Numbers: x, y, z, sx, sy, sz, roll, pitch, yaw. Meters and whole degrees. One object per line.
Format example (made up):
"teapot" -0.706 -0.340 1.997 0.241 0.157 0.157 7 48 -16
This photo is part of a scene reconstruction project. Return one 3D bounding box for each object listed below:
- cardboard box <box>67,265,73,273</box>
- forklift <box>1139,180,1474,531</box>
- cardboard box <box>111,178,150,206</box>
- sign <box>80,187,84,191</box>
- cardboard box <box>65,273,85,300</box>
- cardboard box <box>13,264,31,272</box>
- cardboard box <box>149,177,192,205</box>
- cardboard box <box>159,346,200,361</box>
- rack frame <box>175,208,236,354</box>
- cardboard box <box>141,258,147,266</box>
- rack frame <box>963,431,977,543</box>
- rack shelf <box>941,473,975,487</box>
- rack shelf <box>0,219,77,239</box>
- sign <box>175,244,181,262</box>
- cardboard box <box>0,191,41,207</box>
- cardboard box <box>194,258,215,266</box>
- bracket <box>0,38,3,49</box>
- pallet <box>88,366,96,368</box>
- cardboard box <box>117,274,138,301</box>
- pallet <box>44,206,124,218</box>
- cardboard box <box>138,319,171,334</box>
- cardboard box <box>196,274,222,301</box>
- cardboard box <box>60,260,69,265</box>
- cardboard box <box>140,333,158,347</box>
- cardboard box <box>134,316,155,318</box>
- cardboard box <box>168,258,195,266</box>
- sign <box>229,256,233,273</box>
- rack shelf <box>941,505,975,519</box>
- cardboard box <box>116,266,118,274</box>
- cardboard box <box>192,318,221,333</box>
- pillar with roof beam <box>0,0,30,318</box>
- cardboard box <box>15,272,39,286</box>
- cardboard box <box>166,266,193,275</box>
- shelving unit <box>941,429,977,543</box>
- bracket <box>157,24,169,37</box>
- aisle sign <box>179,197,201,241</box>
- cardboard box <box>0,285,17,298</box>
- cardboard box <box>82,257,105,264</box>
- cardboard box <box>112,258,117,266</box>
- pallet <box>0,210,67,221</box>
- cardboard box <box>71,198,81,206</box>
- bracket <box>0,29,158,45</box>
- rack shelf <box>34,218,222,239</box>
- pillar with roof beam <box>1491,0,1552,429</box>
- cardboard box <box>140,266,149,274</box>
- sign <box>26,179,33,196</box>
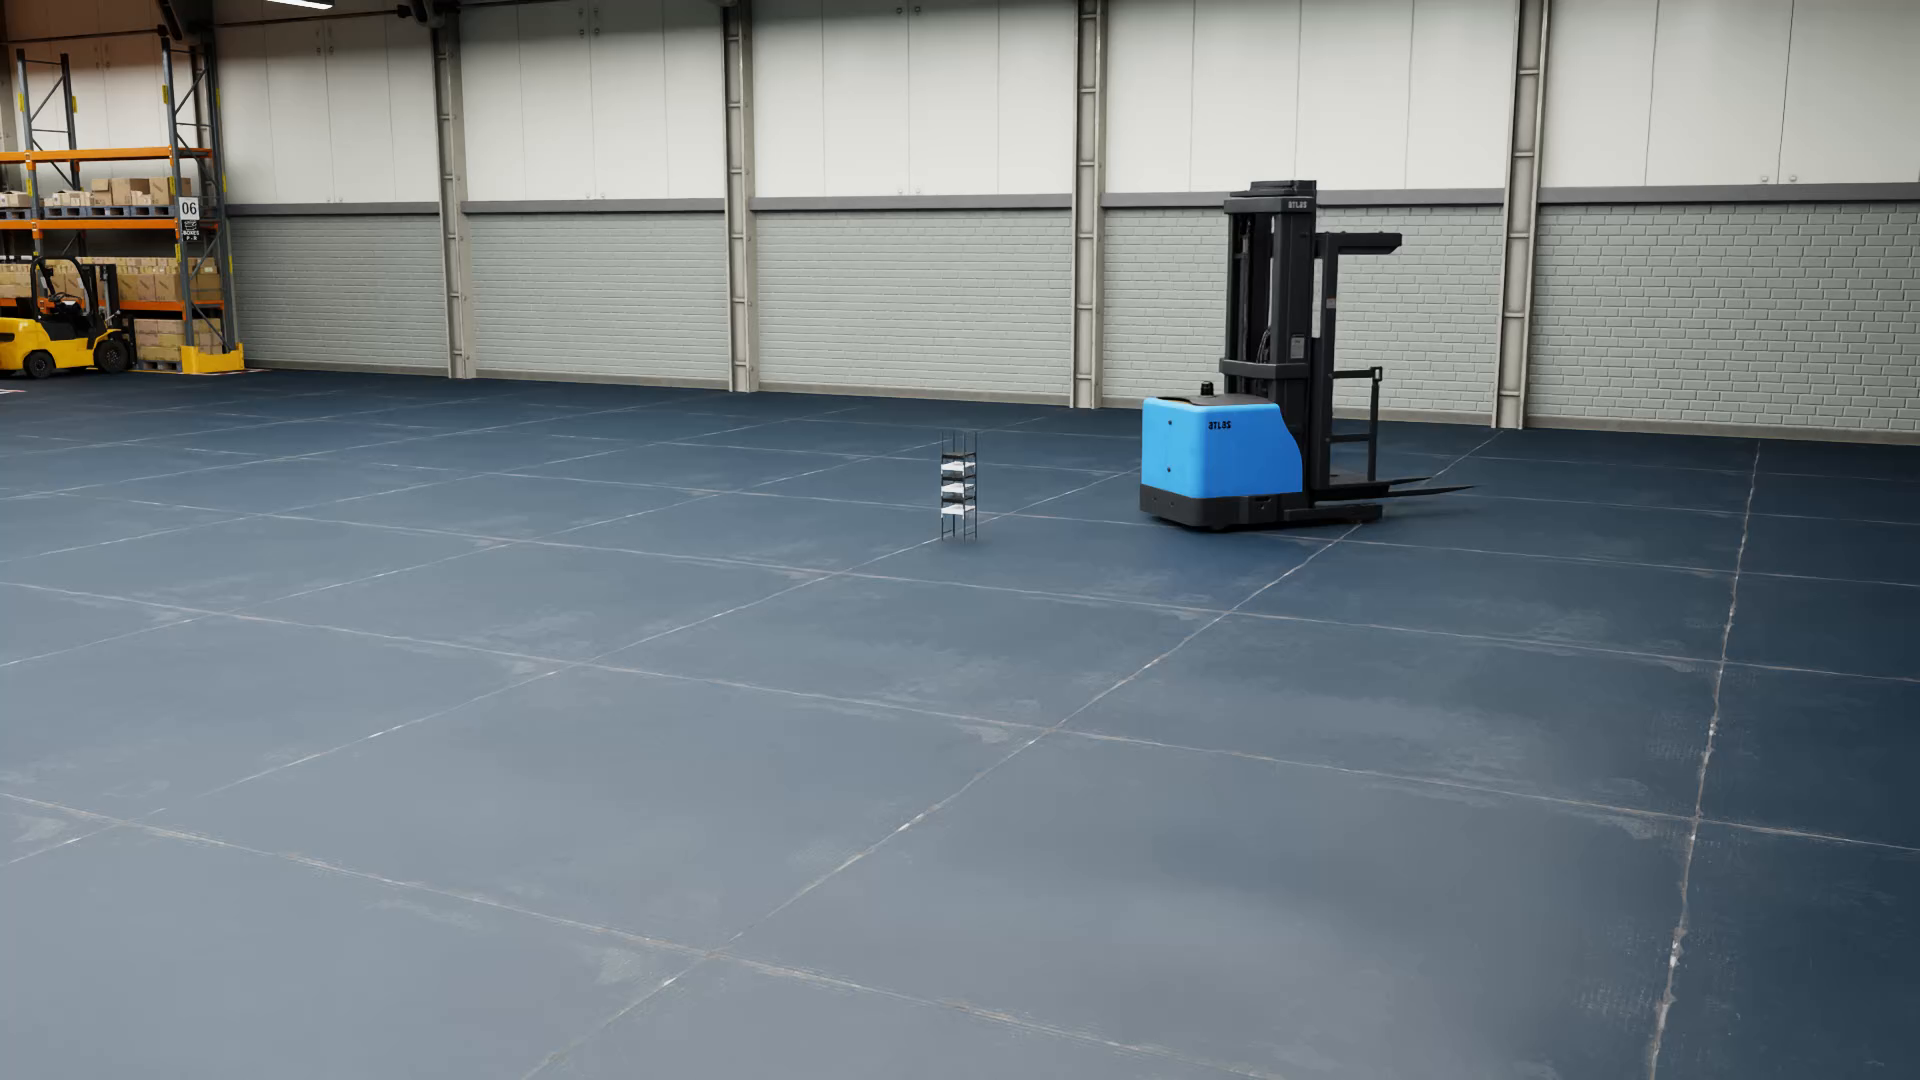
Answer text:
"cardboard box" -16.995 -5.236 32.135 0.250 0.149 0.380 5 11 26
"forklift" 3.167 -1.665 14.701 3.031 2.935 1.130 -4 11 -22
"cardboard box" -15.436 -6.529 31.221 0.500 0.500 0.700 5 11 26
"sign" -17.400 -6.829 32.943 0.005 0.325 0.100 5 11 26
"cardboard box" -16.887 -4.905 32.128 0.500 0.500 0.500 5 12 27
"cardboard box" -18.484 -5.376 32.908 0.250 0.149 0.380 5 11 26
"cardboard box" -14.561 -6.433 30.686 0.500 0.500 0.500 5 12 28
"cardboard box" -14.618 -3.496 31.164 0.500 0.250 0.500 5 11 26
"rack frame" -14.057 -4.656 31.031 0.127 3.000 1.000 5 11 26
"cardboard box" -15.143 -5.227 31.252 0.250 0.149 0.380 5 11 26
"rack frame" 0.084 -0.435 13.609 0.006 0.900 0.240 5 11 26
"rack shelf" -0.007 -0.499 13.644 0.200 0.077 0.258 5 11 26
"rack shelf" -19.437 -6.250 33.440 4.000 0.370 1.077 5 11 26
"sign" -14.309 -5.256 30.434 0.005 0.325 0.100 5 11 26
"cardboard box" -18.401 -6.677 32.567 0.500 0.311 0.500 5 11 24
"cardboard box" -14.263 -5.231 31.273 0.250 0.149 0.380 5 11 25
"bracket" -19.448 -9.961 33.393 0.430 0.232 0.235 5 11 26
"pallet" -16.949 -3.529 32.638 1.213 0.211 1.003 5 11 26
"cardboard box" -15.535 -4.784 31.462 0.500 0.500 0.500 5 11 25
"pallet" -16.867 -6.340 32.165 1.213 0.211 1.003 5 11 26
"cardboard box" -15.068 -4.027 31.292 0.500 0.250 0.500 5 12 27
"cardboard box" -14.378 -4.788 31.483 0.500 0.500 0.500 5 12 28
"cardboard box" -17.207 -5.410 32.260 0.250 0.149 0.380 5 11 27
"cardboard box" -15.077 -3.785 31.358 0.500 0.250 0.500 5 11 25
"cardboard box" -15.754 -4.191 32.196 0.500 0.250 0.500 5 11 25
"cardboard box" -14.471 -5.165 30.908 0.250 0.149 0.380 5 11 26
"sign" -13.806 -5.209 31.434 0.005 0.325 0.100 5 11 26
"rack shelf" -0.007 -0.234 13.692 0.200 0.077 0.258 5 11 26
"cardboard box" -15.837 -5.138 31.593 0.250 0.149 0.380 5 11 25
"cardboard box" -14.404 -4.069 31.526 0.500 0.250 0.500 5 11 25
"pillar with roof beam" -21.568 -7.592 30.409 0.400 9.000 9.100 5 11 26
"cardboard box" -18.197 -5.141 32.730 0.500 0.250 0.500 5 11 25
"cardboard box" -14.492 -5.007 30.868 0.250 0.149 0.380 5 11 27
"shelving unit" -0.007 -0.443 13.654 0.210 0.900 0.258 5 11 26
"bracket" -14.812 -9.554 31.142 0.430 0.232 0.235 5 11 26
"aisle sign" -14.128 -5.883 30.512 0.004 0.787 0.394 5 11 26
"cardboard box" -18.665 -4.934 32.989 0.500 0.250 0.500 5 11 25
"cardboard box" -16.552 -5.335 31.850 0.250 0.149 0.380 5 11 25
"cardboard box" -15.849 -5.285 31.571 0.250 0.149 0.380 5 11 27
"pallet" -18.441 -6.420 32.895 1.217 0.209 0.805 5 11 24
"cardboard box" -16.687 -6.435 31.684 0.250 0.149 0.380 5 12 28
"bracket" -17.122 -9.757 32.264 4.783 0.066 0.076 5 11 26
"rack shelf" -15.850 -5.935 31.699 4.000 0.370 1.077 5 11 26
"pillar with roof beam" 5.336 -5.228 17.347 0.400 9.000 9.100 5 11 26
"cardboard box" -15.157 -5.073 31.238 0.250 0.149 0.380 5 11 25
"sign" -17.875 -6.769 31.948 0.005 0.325 0.100 5 11 26
